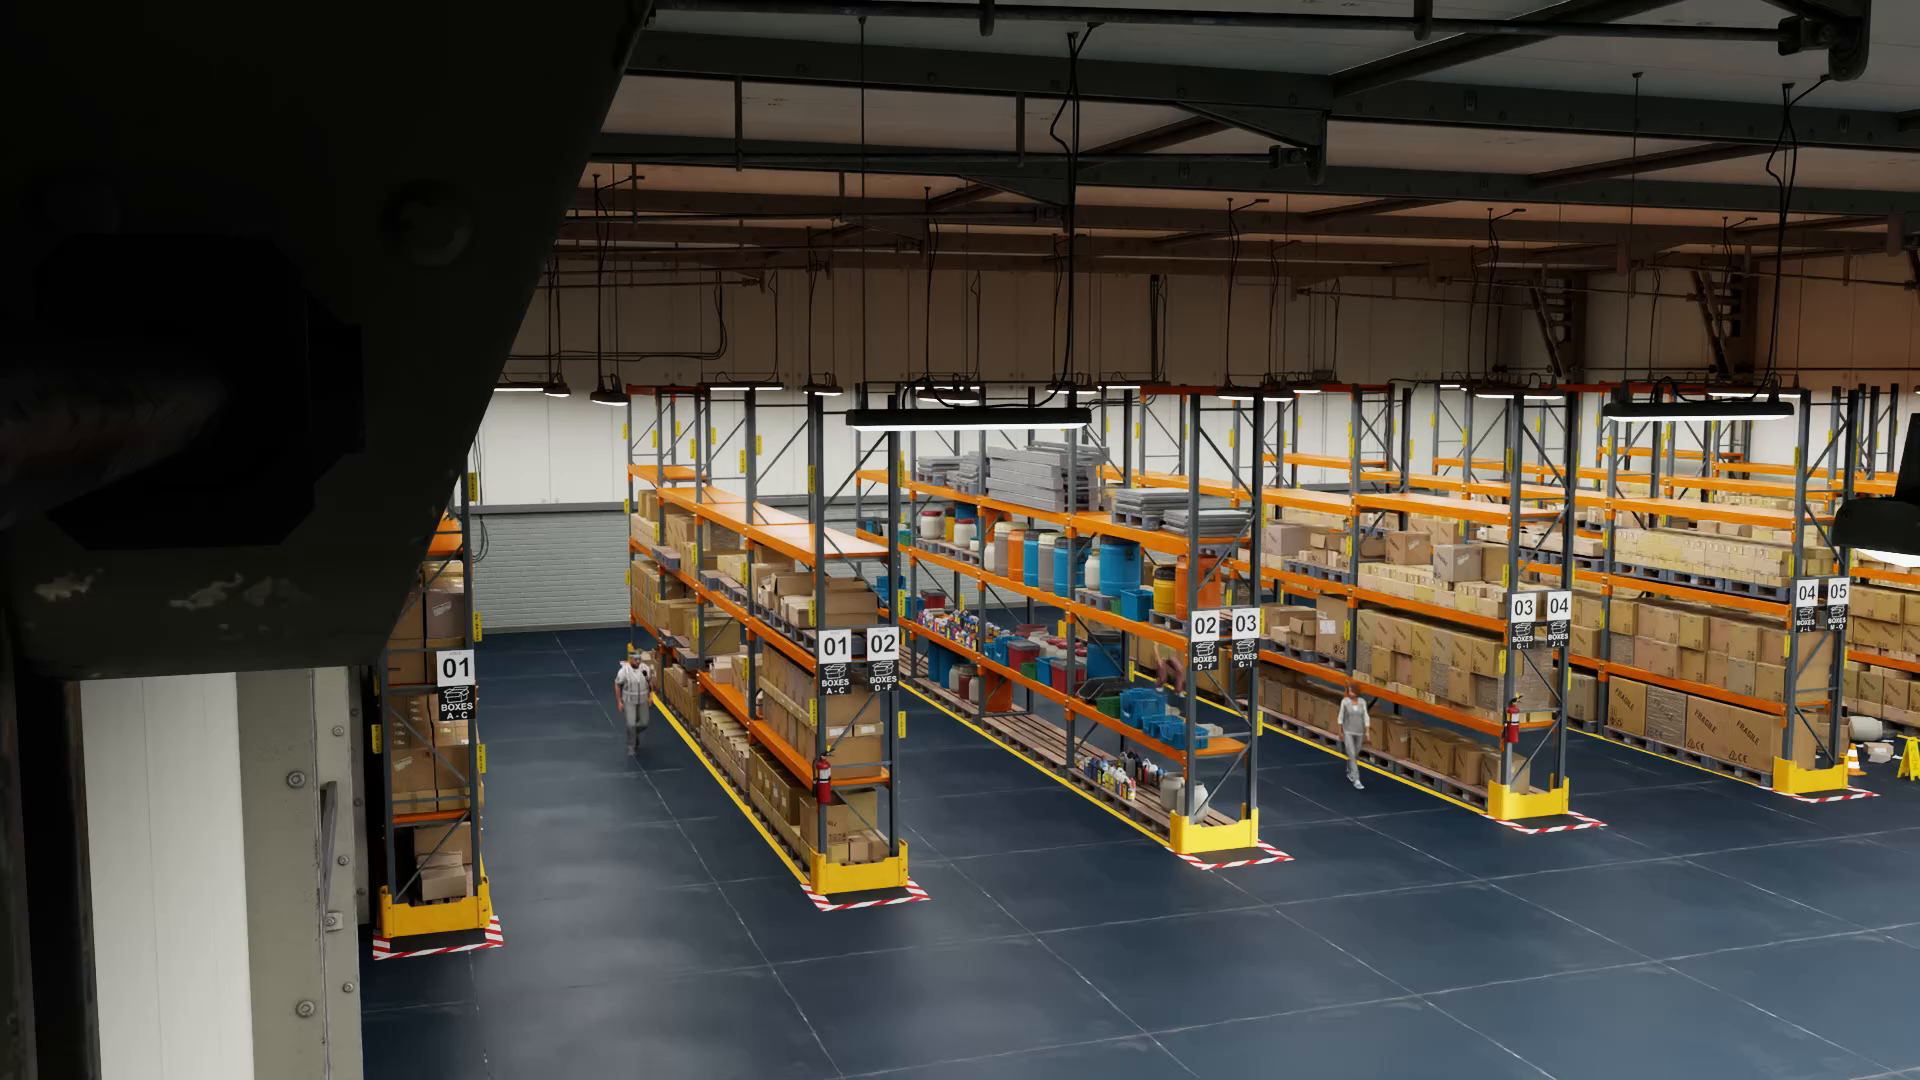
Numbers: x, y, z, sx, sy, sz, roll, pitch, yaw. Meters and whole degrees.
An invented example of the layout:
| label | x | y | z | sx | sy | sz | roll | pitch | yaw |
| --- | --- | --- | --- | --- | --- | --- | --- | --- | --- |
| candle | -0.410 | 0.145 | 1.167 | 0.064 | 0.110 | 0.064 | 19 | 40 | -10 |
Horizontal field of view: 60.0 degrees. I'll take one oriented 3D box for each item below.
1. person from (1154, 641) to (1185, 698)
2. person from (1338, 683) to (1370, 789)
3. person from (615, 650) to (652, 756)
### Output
| label | x | y | z | sx | sy | sz | roll | pitch | yaw |
| --- | --- | --- | --- | --- | --- | --- | --- | --- | --- |
| person | 3.846 | 2.142 | 30.869 | 0.484 | 1.448 | 0.925 | -1 | 6 | -8 |
| person | 5.977 | 2.942 | 25.137 | 0.438 | 1.560 | 0.905 | 0 | 6 | -3 |
| person | -5.390 | 2.647 | 27.435 | 0.626 | 1.742 | 0.637 | -3 | 7 | -30 |
